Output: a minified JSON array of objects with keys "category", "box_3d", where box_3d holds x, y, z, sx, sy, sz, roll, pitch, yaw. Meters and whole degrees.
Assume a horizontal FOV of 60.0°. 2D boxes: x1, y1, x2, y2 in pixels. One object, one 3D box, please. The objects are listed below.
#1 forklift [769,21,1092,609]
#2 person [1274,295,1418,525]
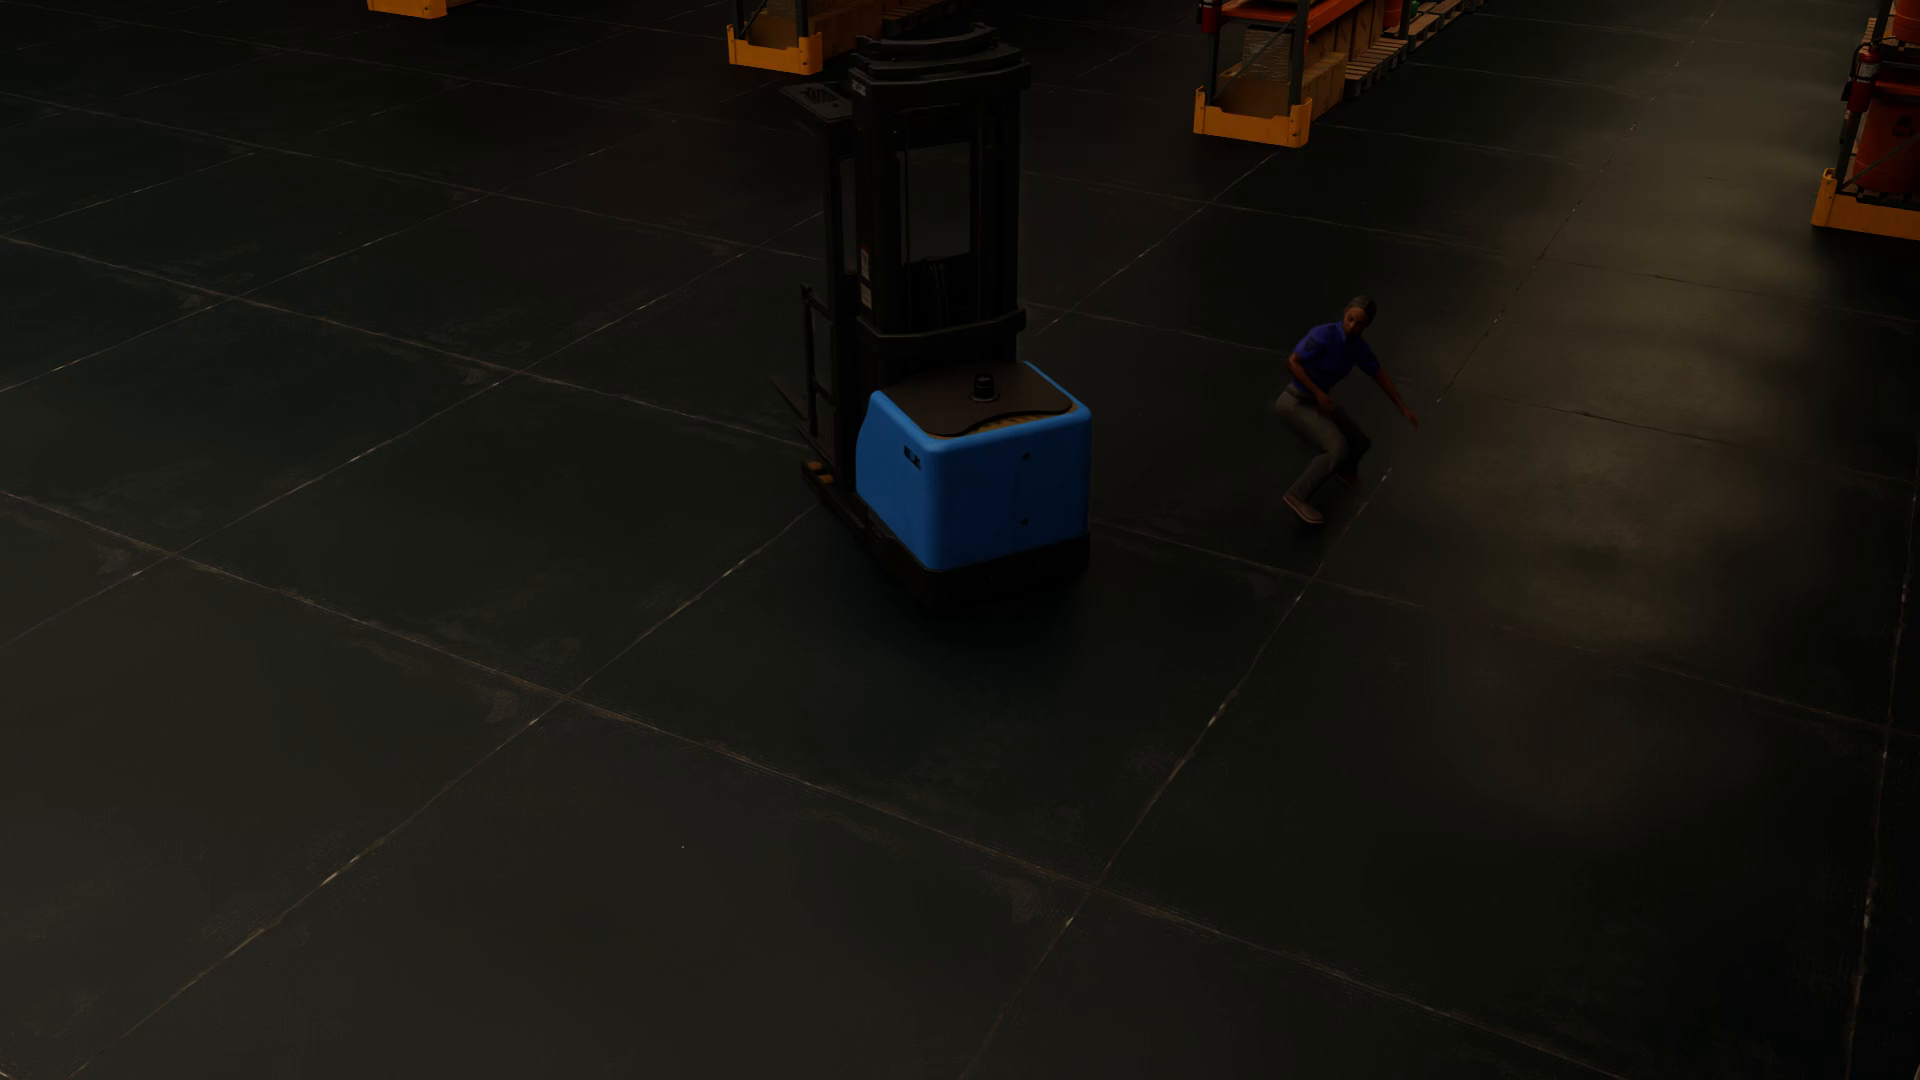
[{"category":"forklift","box_3d":[-0.357,-1.603,9.849,1.130,2.935,3.031,-14,33,-22]},{"category":"person","box_3d":[2.317,-0.794,10.045,0.716,1.439,0.855,24,38,35]}]
